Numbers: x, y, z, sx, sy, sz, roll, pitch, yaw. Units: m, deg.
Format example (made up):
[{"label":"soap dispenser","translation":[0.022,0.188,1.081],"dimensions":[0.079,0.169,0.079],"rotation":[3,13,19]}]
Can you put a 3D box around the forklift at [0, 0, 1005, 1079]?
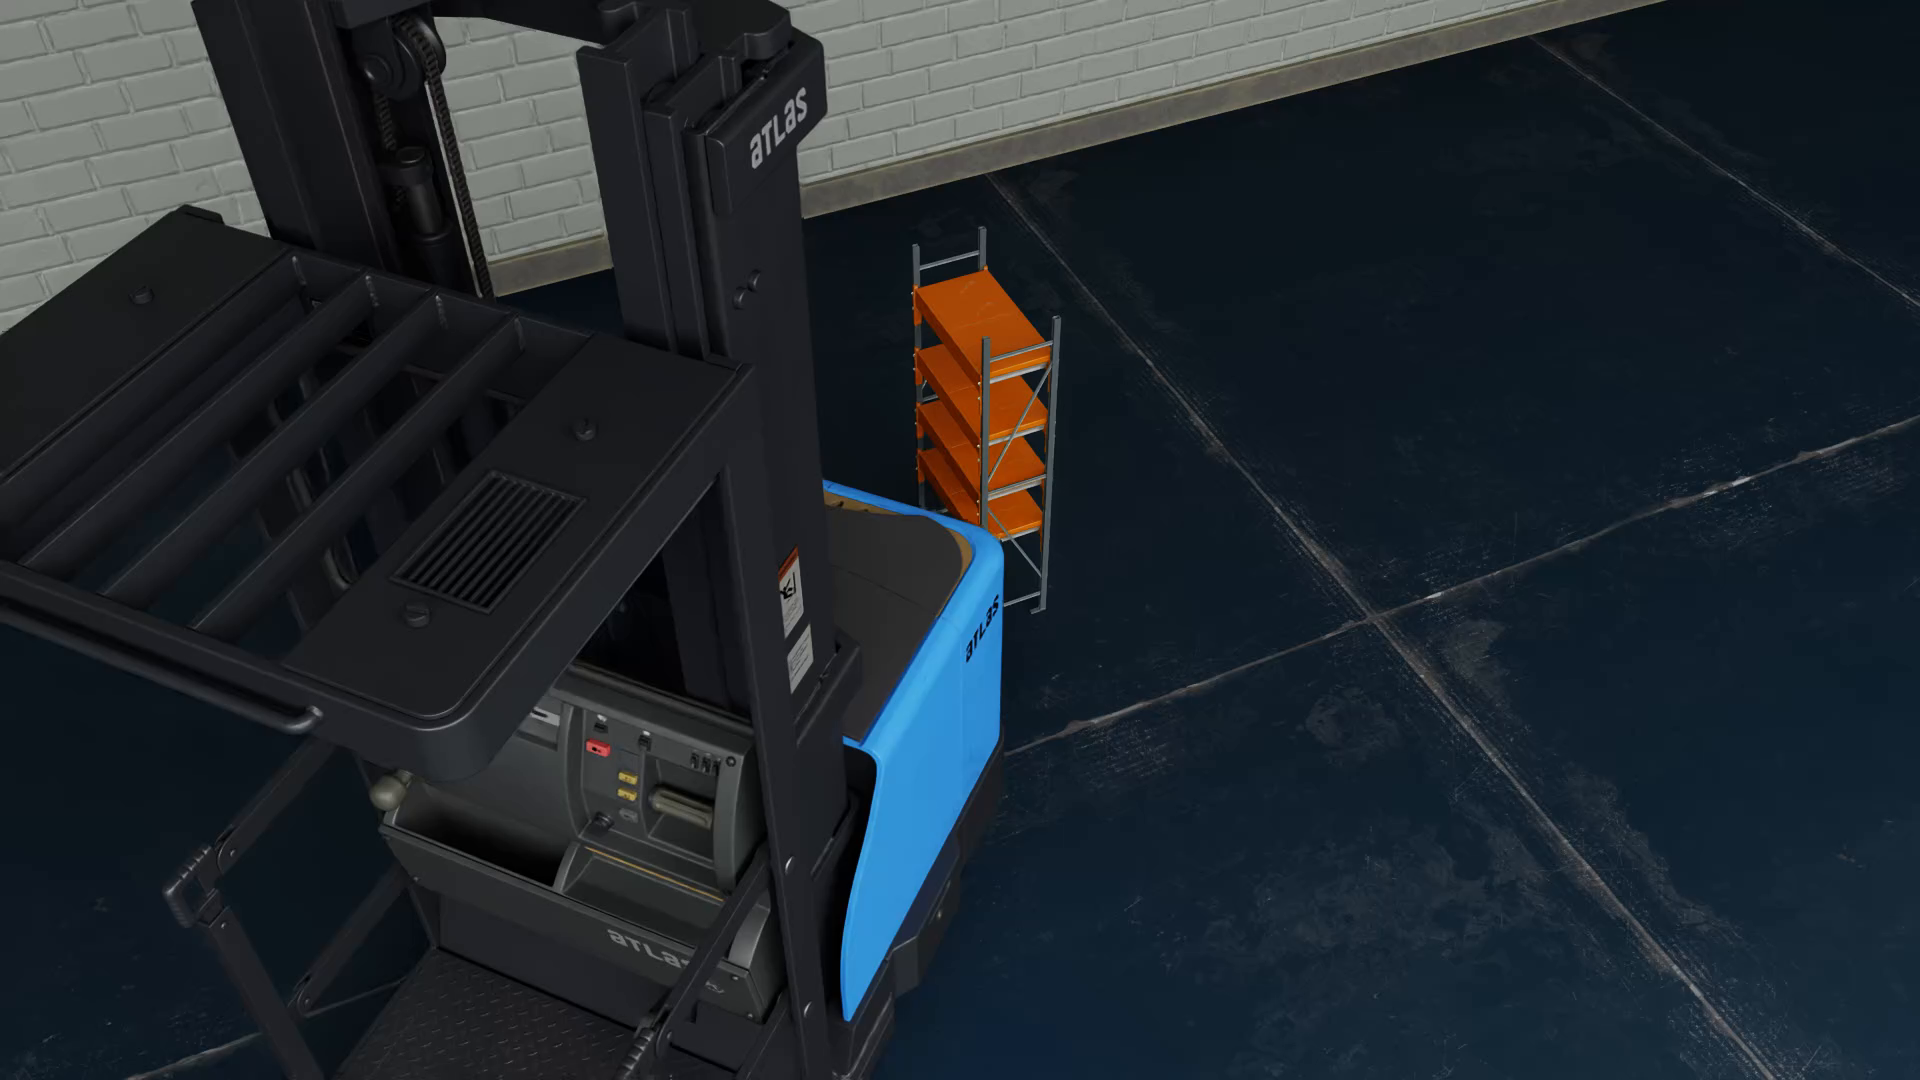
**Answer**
[{"label":"forklift","translation":[-0.922,0.517,3.139],"dimensions":[1.130,2.935,3.031],"rotation":[17,47,16]}]

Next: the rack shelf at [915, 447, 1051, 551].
[{"label":"rack shelf","translation":[0.070,-0.132,5.408],"dimensions":[0.258,0.148,0.480],"rotation":[-18,47,-17]}]

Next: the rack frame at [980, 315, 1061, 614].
[{"label":"rack frame","translation":[0.172,-0.166,5.064],"dimensions":[0.240,1.200,0.015],"rotation":[-18,47,-17]}]

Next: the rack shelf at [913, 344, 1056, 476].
[{"label":"rack shelf","translation":[0.070,-0.433,5.112],"dimensions":[0.258,0.148,0.480],"rotation":[-18,47,-17]}]

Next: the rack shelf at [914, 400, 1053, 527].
[{"label":"rack shelf","translation":[0.070,-0.274,5.269],"dimensions":[0.258,0.148,0.480],"rotation":[-18,47,-17]}]

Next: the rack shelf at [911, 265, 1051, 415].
[{"label":"rack shelf","translation":[0.070,-0.601,4.946],"dimensions":[0.258,0.148,0.480],"rotation":[-18,47,-17]}]

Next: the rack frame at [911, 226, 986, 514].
[{"label":"rack frame","translation":[-0.033,-0.477,5.379],"dimensions":[0.240,1.200,0.015],"rotation":[-18,47,-17]}]

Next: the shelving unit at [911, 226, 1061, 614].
[{"label":"shelving unit","translation":[0.070,-0.322,5.222],"dimensions":[0.258,1.200,0.503],"rotation":[-18,47,-17]}]
